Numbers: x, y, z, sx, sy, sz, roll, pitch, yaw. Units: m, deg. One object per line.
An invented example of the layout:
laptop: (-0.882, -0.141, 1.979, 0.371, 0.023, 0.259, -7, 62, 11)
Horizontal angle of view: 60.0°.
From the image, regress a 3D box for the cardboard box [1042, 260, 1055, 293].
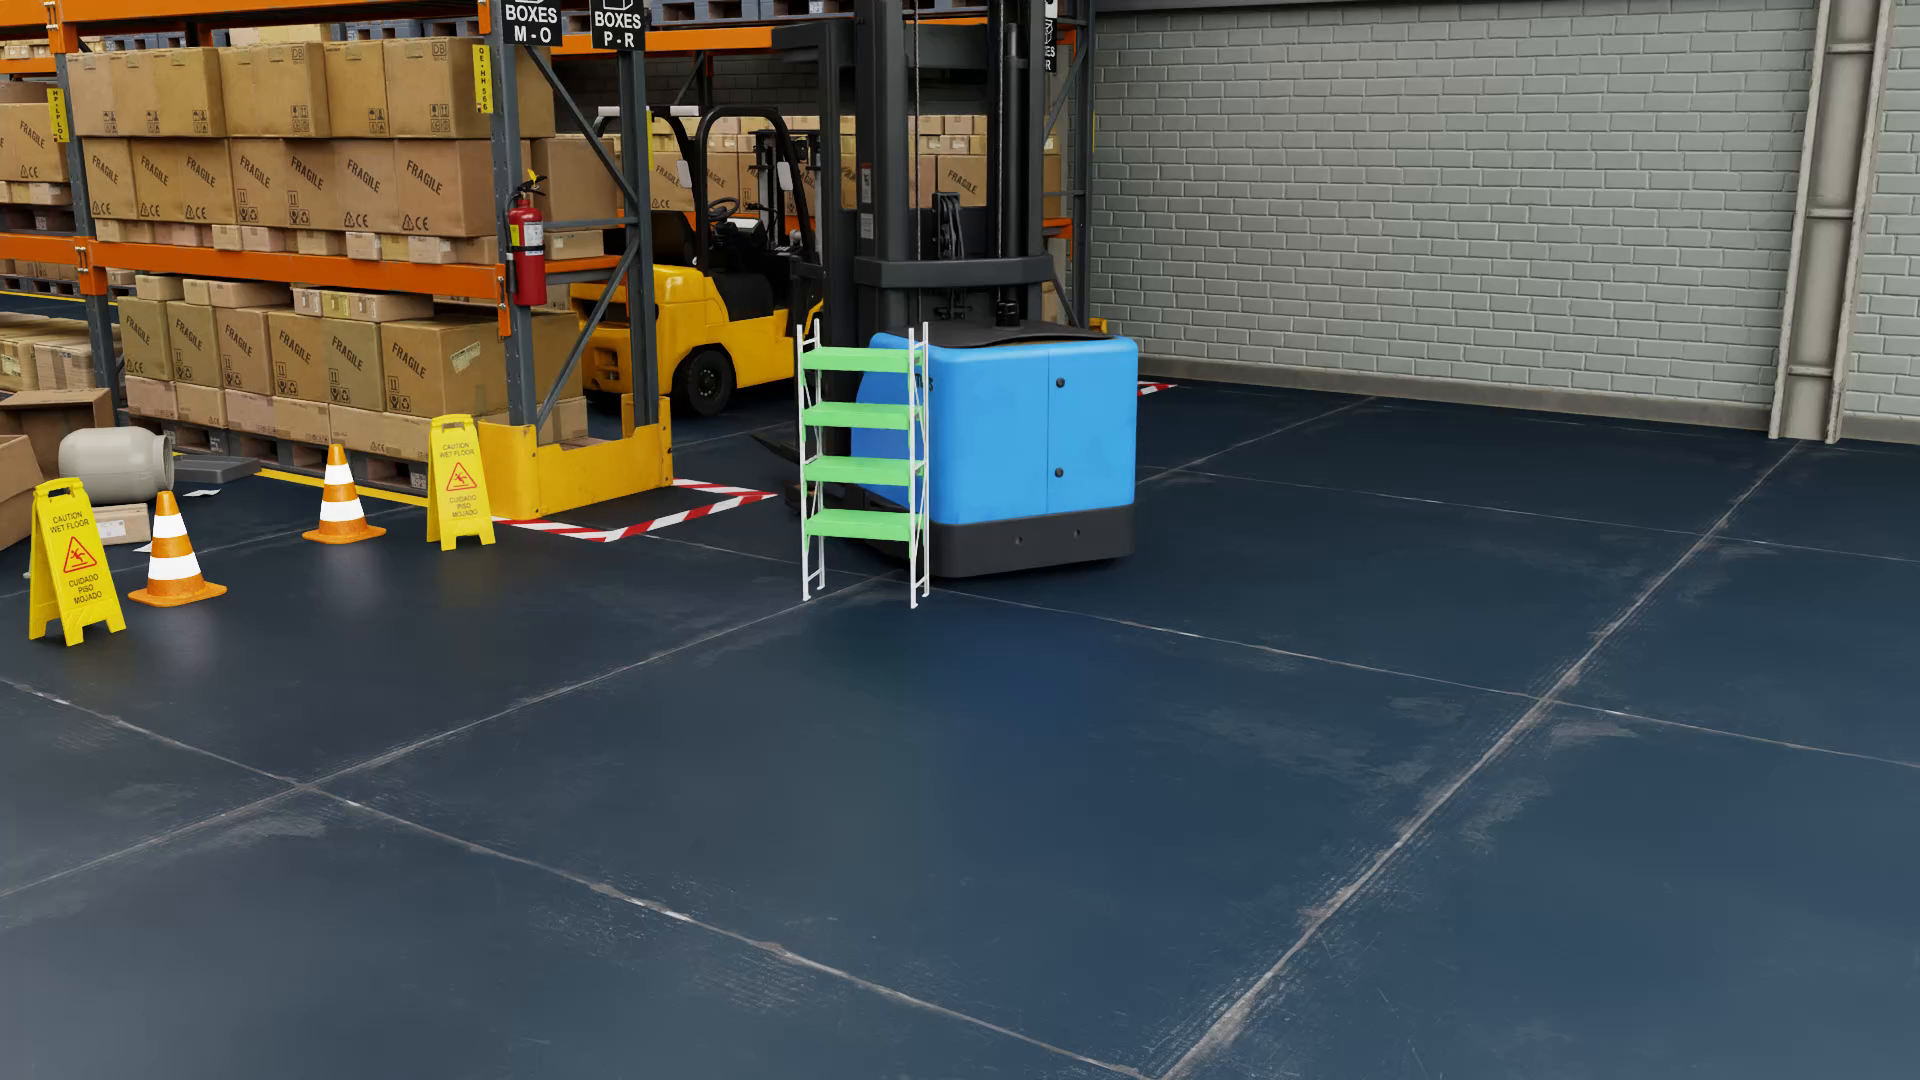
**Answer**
cardboard box: (0.431, -2.128, 13.447, 0.500, 0.250, 0.500, 9, 16, 32)

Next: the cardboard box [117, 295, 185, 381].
cardboard box: (-5.023, -1.318, 10.694, 0.500, 0.500, 0.500, 10, 17, 35)

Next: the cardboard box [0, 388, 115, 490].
cardboard box: (-5.232, -0.591, 9.665, 0.500, 0.500, 0.500, -4, 14, -16)

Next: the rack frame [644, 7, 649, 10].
rack frame: (-2.594, -6.120, 14.320, 0.127, 3.000, 1.000, 9, 17, 33)

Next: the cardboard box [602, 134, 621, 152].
cardboard box: (-3.002, -3.573, 14.957, 0.250, 0.149, 0.380, 10, 17, 35)

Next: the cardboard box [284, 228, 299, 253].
cardboard box: (-3.730, -1.776, 9.778, 0.250, 0.149, 0.380, 9, 17, 33)

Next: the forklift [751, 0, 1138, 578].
forklift: (-0.281, -1.558, 8.517, 1.130, 2.935, 3.031, -7, 15, -26)

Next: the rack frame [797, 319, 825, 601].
rack frame: (-0.646, -0.346, 7.225, 0.015, 1.200, 0.240, 4, 14, 14)

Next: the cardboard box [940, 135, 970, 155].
cardboard box: (0.052, -3.054, 12.861, 0.250, 0.149, 0.380, 9, 17, 34)

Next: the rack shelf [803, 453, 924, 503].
rack shelf: (-0.410, -0.270, 7.181, 0.480, 0.148, 0.258, 4, 14, 14)

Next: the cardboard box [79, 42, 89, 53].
cardboard box: (-9.897, -5.638, 19.137, 0.250, 0.149, 0.380, 9, 17, 33)

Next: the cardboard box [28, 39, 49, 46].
cardboard box: (-10.629, -5.962, 19.616, 0.500, 0.250, 0.500, 10, 17, 34)

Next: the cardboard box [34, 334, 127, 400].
cardboard box: (-5.798, -1.216, 11.588, 0.625, 0.372, 0.950, 9, 17, 34)

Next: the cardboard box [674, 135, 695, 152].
cardboard box: (-2.261, -3.442, 14.427, 0.250, 0.149, 0.380, 10, 17, 34)

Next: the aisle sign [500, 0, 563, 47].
aisle sign: (-2.153, -2.877, 8.294, 0.004, 0.787, 0.394, 9, 17, 33)

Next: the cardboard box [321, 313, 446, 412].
cardboard box: (-3.288, -1.040, 9.568, 0.500, 0.500, 0.500, 10, 17, 35)

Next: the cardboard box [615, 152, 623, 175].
cardboard box: (-3.145, -3.393, 15.059, 0.500, 0.250, 0.500, 9, 16, 32)

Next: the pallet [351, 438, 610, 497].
pallet: (-2.760, -0.454, 9.719, 1.213, 0.211, 1.003, 9, 17, 33)

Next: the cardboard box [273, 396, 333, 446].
cardboard box: (-3.726, -0.746, 9.941, 0.500, 0.250, 0.500, 8, 16, 31)

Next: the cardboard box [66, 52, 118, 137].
cardboard box: (-5.117, -2.794, 10.460, 0.500, 0.500, 0.700, 9, 17, 32)

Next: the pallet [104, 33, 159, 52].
pallet: (-8.731, -5.544, 18.627, 1.003, 0.211, 1.213, 9, 17, 33)

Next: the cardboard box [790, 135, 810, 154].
cardboard box: (-1.205, -3.265, 13.713, 0.250, 0.149, 0.380, 9, 16, 32)

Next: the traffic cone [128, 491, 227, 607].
traffic cone: (-3.457, 0.016, 7.294, 0.334, 0.463, 0.336, 9, 17, 33)

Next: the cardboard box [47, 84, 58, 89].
cardboard box: (-6.513, -3.188, 11.910, 0.250, 0.149, 0.380, 10, 17, 36)

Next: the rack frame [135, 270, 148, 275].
rack frame: (-9.233, -4.281, 19.375, 0.127, 3.000, 1.000, 9, 17, 33)

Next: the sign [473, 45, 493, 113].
sign: (-2.369, -2.289, 8.261, 0.005, 0.325, 0.100, 9, 17, 33)

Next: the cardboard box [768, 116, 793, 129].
cardboard box: (-1.382, -3.457, 13.870, 0.250, 0.149, 0.380, 9, 17, 33)

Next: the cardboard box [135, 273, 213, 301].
cardboard box: (-4.952, -1.604, 10.500, 0.250, 0.149, 0.380, 9, 17, 34)

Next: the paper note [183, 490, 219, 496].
paper note: (-4.261, -0.270, 9.352, 0.148, 0.019, 0.142, 3, 14, 14)

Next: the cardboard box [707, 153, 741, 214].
cardboard box: (-1.930, -3.079, 14.309, 0.500, 0.500, 0.500, 10, 17, 34)

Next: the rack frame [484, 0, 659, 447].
rack frame: (-2.043, -1.682, 8.874, 0.127, 3.000, 1.000, 9, 17, 33)

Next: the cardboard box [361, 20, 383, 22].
cardboard box: (-6.083, -5.418, 17.208, 0.250, 0.149, 0.380, 9, 17, 33)

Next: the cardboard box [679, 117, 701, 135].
cardboard box: (-2.218, -3.601, 14.449, 0.250, 0.149, 0.380, 9, 17, 34)

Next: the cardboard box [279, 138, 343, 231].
cardboard box: (-3.473, -2.028, 9.447, 0.500, 0.500, 0.500, 9, 17, 33)

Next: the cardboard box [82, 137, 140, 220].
cardboard box: (-5.152, -2.296, 10.530, 0.500, 0.500, 0.500, 9, 17, 33)

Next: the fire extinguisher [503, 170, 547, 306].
fire extinguisher: (-2.205, -1.537, 8.450, 0.183, 0.674, 0.296, 9, 17, 33)

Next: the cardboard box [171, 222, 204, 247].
cardboard box: (-4.617, -1.897, 10.266, 0.250, 0.149, 0.380, 10, 17, 35)

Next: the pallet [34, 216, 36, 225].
pallet: (-7.015, -2.404, 12.192, 1.213, 0.211, 1.003, 9, 17, 33)

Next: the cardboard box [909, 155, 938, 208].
cardboard box: (-0.256, -2.805, 13.206, 0.500, 0.500, 0.500, 10, 17, 35)

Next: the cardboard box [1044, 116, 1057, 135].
cardboard box: (0.565, -3.267, 13.102, 0.250, 0.149, 0.380, 9, 16, 32)

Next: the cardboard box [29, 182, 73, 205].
cardboard box: (-5.943, -2.314, 11.077, 0.250, 0.149, 0.380, 9, 17, 34)

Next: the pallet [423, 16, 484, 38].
pallet: (-4.371, -4.887, 15.971, 1.213, 0.211, 1.003, 10, 17, 35)

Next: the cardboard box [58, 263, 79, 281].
cardboard box: (-10.548, -3.445, 20.327, 0.500, 0.500, 0.700, 8, 16, 31)

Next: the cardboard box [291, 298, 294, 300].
cardboard box: (-3.874, -1.289, 10.577, 0.500, 0.500, 0.500, 10, 17, 36)

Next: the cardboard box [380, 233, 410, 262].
cardboard box: (-2.945, -1.618, 9.138, 0.250, 0.149, 0.380, 9, 16, 32)

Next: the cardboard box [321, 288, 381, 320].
cardboard box: (-3.402, -1.355, 9.493, 0.250, 0.149, 0.380, 10, 17, 34)

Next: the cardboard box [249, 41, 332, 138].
cardboard box: (-3.485, -2.502, 9.281, 0.500, 0.500, 0.700, 9, 16, 32)

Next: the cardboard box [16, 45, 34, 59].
cardboard box: (-10.990, -5.805, 19.812, 0.250, 0.149, 0.380, 10, 17, 34)

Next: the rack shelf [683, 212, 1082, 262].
rack shelf: (-0.935, -2.591, 14.044, 4.000, 0.370, 1.077, 9, 17, 33)

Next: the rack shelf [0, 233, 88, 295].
rack shelf: (-7.021, -2.137, 12.211, 4.000, 0.370, 1.077, 9, 17, 33)

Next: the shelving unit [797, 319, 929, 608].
shelving unit: (-0.410, -0.332, 7.166, 0.503, 1.200, 0.258, 4, 14, 14)

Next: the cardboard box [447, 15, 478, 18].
cardboard box: (-4.974, -5.308, 15.992, 0.500, 0.500, 0.700, 9, 16, 32)

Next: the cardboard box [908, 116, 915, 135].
cardboard box: (-0.309, -3.290, 13.196, 0.250, 0.149, 0.380, 9, 17, 33)
